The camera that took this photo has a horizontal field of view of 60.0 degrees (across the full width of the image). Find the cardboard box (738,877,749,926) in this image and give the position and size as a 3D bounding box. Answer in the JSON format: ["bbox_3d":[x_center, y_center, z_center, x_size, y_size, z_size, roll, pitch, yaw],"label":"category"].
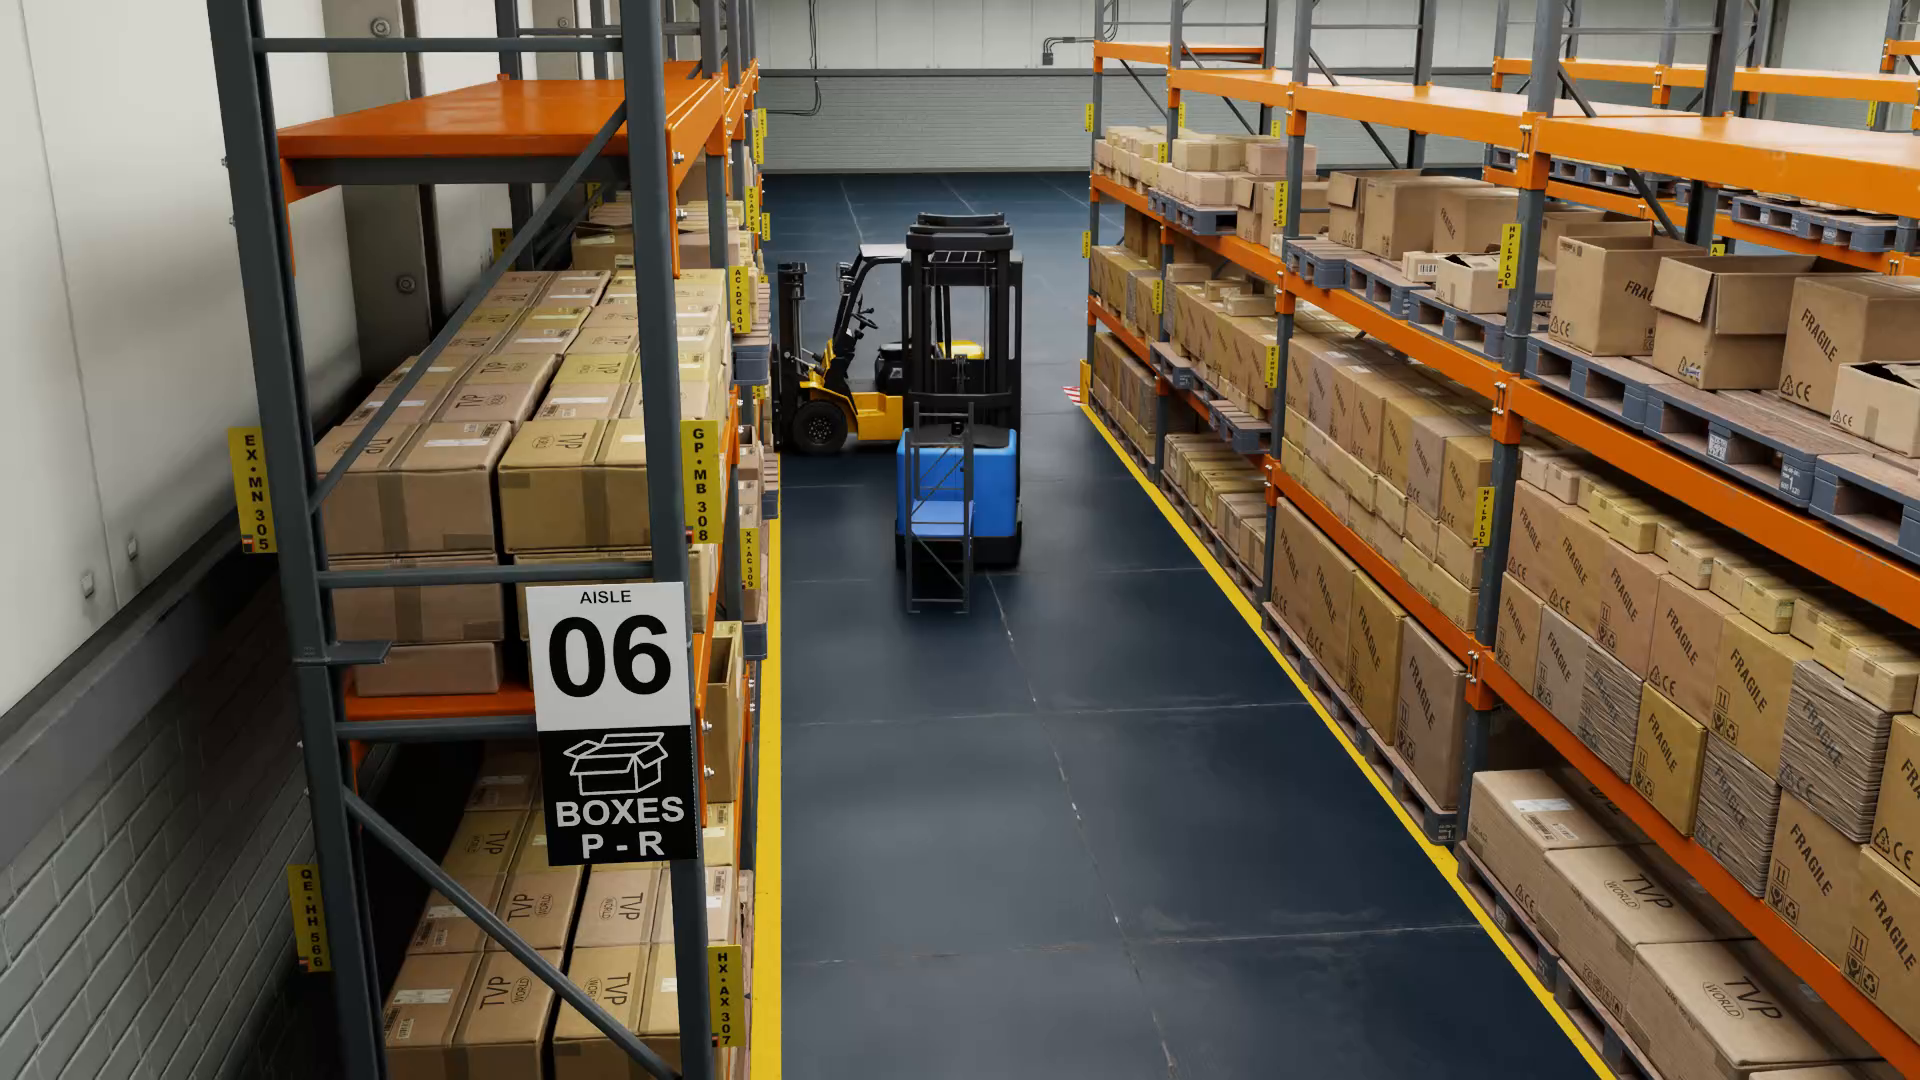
[{"bbox_3d":[-1.265,1.844,8.428,0.380,0.149,0.250,-2,18,-7],"label":"cardboard box"}]

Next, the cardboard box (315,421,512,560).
[{"bbox_3d":[-1.525,-0.145,4.616,0.500,0.250,0.500,-2,18,-7],"label":"cardboard box"}]

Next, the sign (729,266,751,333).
[{"bbox_3d":[-1.075,-1.170,8.098,0.100,0.325,0.005,-2,18,-6],"label":"sign"}]

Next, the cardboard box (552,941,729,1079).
[{"bbox_3d":[-0.981,1.505,5.203,0.500,0.250,0.500,-2,18,-5],"label":"cardboard box"}]

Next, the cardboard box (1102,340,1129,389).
[{"bbox_3d":[1.954,-2.037,19.369,0.500,0.500,0.500,-2,18,-8],"label":"cardboard box"}]

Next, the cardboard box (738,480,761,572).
[{"bbox_3d":[-1.495,-0.026,9.458,0.700,0.500,0.500,-2,17,-5],"label":"cardboard box"}]

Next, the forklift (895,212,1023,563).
[{"bbox_3d":[0.027,-1.585,15.405,1.130,2.935,3.031,1,17,2],"label":"forklift"}]

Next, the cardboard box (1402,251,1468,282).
[{"bbox_3d":[2.978,-1.706,10.358,0.380,0.166,0.250,0,17,-1],"label":"cardboard box"}]

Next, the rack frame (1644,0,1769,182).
[{"bbox_3d":[7.411,-5.056,16.332,1.000,3.000,0.127,-2,18,-6],"label":"rack frame"}]

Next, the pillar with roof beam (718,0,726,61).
[{"bbox_3d":[-2.489,-14.746,47.197,9.100,9.000,0.400,-2,18,-6],"label":"pillar with roof beam"}]

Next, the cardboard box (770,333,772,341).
[{"bbox_3d":[-2.494,-2.286,19.744,0.500,0.250,0.500,-1,17,-4],"label":"cardboard box"}]

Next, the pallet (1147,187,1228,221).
[{"bbox_3d":[2.455,-3.165,15.630,1.213,0.211,1.003,-2,18,-6],"label":"pallet"}]

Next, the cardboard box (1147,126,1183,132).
[{"bbox_3d":[2.413,-4.803,19.621,0.380,0.149,0.250,-2,18,-5],"label":"cardboard box"}]

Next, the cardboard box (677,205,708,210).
[{"bbox_3d":[-1.775,-2.182,11.271,0.380,0.149,0.250,-2,18,-8],"label":"cardboard box"}]

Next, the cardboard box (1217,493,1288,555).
[{"bbox_3d":[2.777,-0.154,14.419,0.950,0.372,0.625,-2,18,-7],"label":"cardboard box"}]

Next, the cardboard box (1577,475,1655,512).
[{"bbox_3d":[3.208,-0.209,7.988,0.380,0.149,0.250,-2,18,-6],"label":"cardboard box"}]

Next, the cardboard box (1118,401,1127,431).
[{"bbox_3d":[2.056,-1.377,18.519,0.500,0.250,0.500,-2,17,-5],"label":"cardboard box"}]

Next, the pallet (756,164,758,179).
[{"bbox_3d":[-2.805,-4.226,18.842,1.003,0.211,1.213,-2,18,-6],"label":"pallet"}]

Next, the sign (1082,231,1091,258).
[{"bbox_3d":[1.545,-3.599,20.260,0.100,0.325,0.005,-2,18,-6],"label":"sign"}]

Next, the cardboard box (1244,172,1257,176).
[{"bbox_3d":[2.800,-3.098,14.653,0.500,0.250,0.500,-2,17,-5],"label":"cardboard box"}]

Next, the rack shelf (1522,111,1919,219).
[{"bbox_3d":[3.529,-1.360,6.427,1.077,0.370,4.000,-2,18,-6],"label":"rack shelf"}]

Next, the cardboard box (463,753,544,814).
[{"bbox_3d":[-1.665,1.062,6.612,0.500,0.250,0.500,-2,18,-6],"label":"cardboard box"}]

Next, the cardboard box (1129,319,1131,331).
[{"bbox_3d":[2.056,-2.357,18.170,0.380,0.149,0.250,-2,18,-7],"label":"cardboard box"}]

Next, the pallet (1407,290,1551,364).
[{"bbox_3d":[3.179,-1.239,9.500,0.805,0.209,1.217,-2,18,-8],"label":"pallet"}]

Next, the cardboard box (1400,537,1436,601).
[{"bbox_3d":[2.974,0.166,9.962,0.500,0.250,0.500,-2,18,-6],"label":"cardboard box"}]

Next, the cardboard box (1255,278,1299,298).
[{"bbox_3d":[2.905,-2.294,15.102,0.380,0.149,0.250,-3,18,-8],"label":"cardboard box"}]

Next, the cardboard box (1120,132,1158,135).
[{"bbox_3d":[1.997,-4.483,18.603,0.380,0.149,0.250,-2,18,-6],"label":"cardboard box"}]

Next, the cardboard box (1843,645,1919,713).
[{"bbox_3d":[3.338,0.480,5.794,0.380,0.149,0.250,-2,18,-6],"label":"cardboard box"}]

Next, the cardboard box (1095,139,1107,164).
[{"bbox_3d":[1.872,-4.546,19.469,0.500,0.250,0.500,-2,18,-7],"label":"cardboard box"}]

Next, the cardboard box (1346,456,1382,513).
[{"bbox_3d":[2.847,-0.373,10.847,0.500,0.250,0.500,-1,17,-5],"label":"cardboard box"}]

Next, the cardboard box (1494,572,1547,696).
[{"bbox_3d":[3.110,0.473,8.570,0.500,0.500,0.500,-1,17,-4],"label":"cardboard box"}]

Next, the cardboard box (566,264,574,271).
[{"bbox_3d":[-1.810,-1.336,8.544,0.380,0.149,0.250,-2,18,-5],"label":"cardboard box"}]

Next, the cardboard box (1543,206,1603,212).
[{"bbox_3d":[7.146,-3.700,19.974,0.875,0.550,0.550,-2,18,-6],"label":"cardboard box"}]

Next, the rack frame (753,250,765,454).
[{"bbox_3d":[-2.439,-1.856,16.156,1.000,3.000,0.127,-2,18,-6],"label":"rack frame"}]

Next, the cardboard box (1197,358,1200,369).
[{"bbox_3d":[2.371,-1.609,15.084,0.380,0.149,0.250,-2,18,-5],"label":"cardboard box"}]

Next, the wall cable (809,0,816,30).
[{"bbox_3d":[-3.069,-16.544,49.674,3.097,2.526,0.112,-2,18,-6],"label":"wall cable"}]

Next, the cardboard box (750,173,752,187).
[{"bbox_3d":[-2.043,-3.056,14.250,0.500,0.311,0.500,-2,18,-8],"label":"cardboard box"}]

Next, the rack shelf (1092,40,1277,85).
[{"bbox_3d":[2.291,-5.124,17.755,1.077,0.370,4.000,-2,18,-6],"label":"rack shelf"}]

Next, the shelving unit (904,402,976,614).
[{"bbox_3d":[-0.157,-0.282,13.645,0.538,1.500,1.048,1,17,2],"label":"shelving unit"}]

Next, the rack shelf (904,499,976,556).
[{"bbox_3d":[-0.157,-0.111,13.699,0.538,0.185,1.000,1,17,2],"label":"rack shelf"}]

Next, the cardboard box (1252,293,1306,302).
[{"bbox_3d":[2.873,-1.969,15.149,0.500,0.500,0.500,-1,17,-4],"label":"cardboard box"}]

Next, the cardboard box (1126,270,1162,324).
[{"bbox_3d":[2.086,-2.633,17.965,0.500,0.500,0.500,-1,17,-4],"label":"cardboard box"}]

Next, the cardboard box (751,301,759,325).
[{"bbox_3d":[-1.242,-1.212,8.646,0.380,0.149,0.250,-2,17,-5],"label":"cardboard box"}]

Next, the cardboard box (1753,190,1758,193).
[{"bbox_3d":[7.393,-3.245,14.927,0.396,0.266,0.258,-2,18,-6],"label":"cardboard box"}]

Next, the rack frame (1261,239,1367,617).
[{"bbox_3d":[2.910,-0.819,12.852,1.000,3.000,0.127,-2,18,-6],"label":"rack frame"}]

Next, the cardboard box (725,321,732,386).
[{"bbox_3d":[-1.315,-0.838,7.659,0.500,0.250,0.500,-2,18,-5],"label":"cardboard box"}]

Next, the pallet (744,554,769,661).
[{"bbox_3d":[-1.588,0.377,9.361,1.003,0.211,1.213,-2,18,-6],"label":"pallet"}]

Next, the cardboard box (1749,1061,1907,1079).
[{"bbox_3d":[3.567,2.393,6.197,0.875,0.438,0.875,-2,18,-8],"label":"cardboard box"}]

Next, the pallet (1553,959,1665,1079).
[{"bbox_3d":[3.452,2.296,7.584,1.003,0.211,1.213,-2,18,-6],"label":"pallet"}]

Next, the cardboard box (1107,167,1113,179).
[{"bbox_3d":[1.905,-4.250,19.190,0.380,0.149,0.250,-1,17,-4],"label":"cardboard box"}]

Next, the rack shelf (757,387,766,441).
[{"bbox_3d":[-2.233,-0.917,14.365,1.077,0.370,4.000,-2,18,-6],"label":"rack shelf"}]

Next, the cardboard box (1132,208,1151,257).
[{"bbox_3d":[2.399,-3.573,19.290,0.700,0.500,0.500,-2,18,-5],"label":"cardboard box"}]

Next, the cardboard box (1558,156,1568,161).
[{"bbox_3d":[6.897,-4.307,18.504,0.380,0.149,0.250,-2,18,-6],"label":"cardboard box"}]

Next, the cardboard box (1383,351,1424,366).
[{"bbox_3d":[3.285,-1.045,11.736,0.500,0.500,0.500,-1,17,-5],"label":"cardboard box"}]
